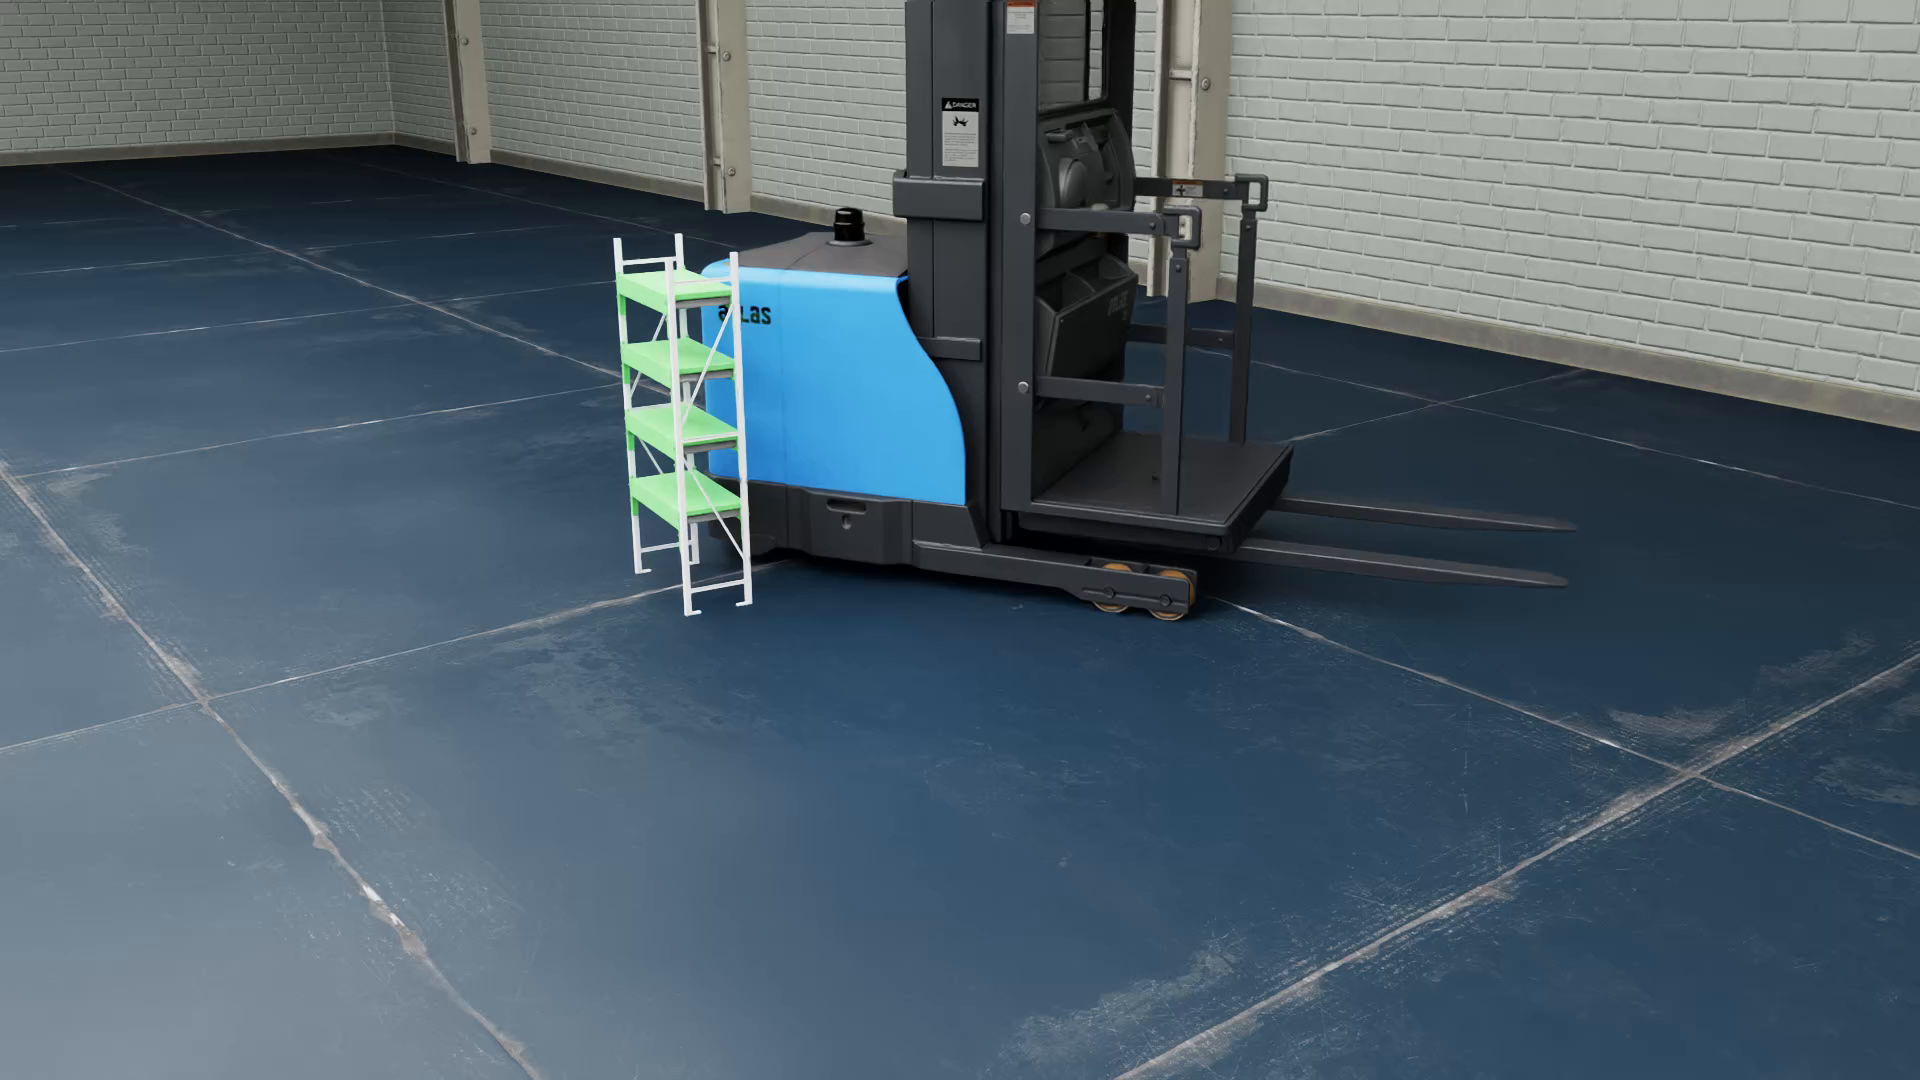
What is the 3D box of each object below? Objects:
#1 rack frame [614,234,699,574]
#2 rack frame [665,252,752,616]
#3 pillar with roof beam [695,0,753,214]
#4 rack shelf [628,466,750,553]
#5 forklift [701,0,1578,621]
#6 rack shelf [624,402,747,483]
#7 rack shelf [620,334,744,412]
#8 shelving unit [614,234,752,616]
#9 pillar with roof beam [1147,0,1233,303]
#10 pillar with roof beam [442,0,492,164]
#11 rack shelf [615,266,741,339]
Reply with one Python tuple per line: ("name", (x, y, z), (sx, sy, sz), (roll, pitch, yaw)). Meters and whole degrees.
("rack frame", (-1.064, -0.467, 5.864), (0.240, 1.200, 0.015), (-10, 21, -28))
("rack frame", (-0.820, -0.334, 5.463), (0.240, 1.200, 0.015), (-10, 21, -28))
("pillar with roof beam", (-5.577, -6.576, 11.906), (9.100, 9.000, 0.400), (-14, 23, -36))
("rack shelf", (-0.942, -0.112, 5.759), (0.258, 0.148, 0.480), (-10, 21, -28))
("forklift", (0.627, -1.311, 5.657), (3.031, 2.935, 1.130), (7, 20, 21))
("rack shelf", (-0.942, -0.340, 5.684), (0.258, 0.148, 0.480), (-10, 21, -28))
("rack shelf", (-0.942, -0.568, 5.608), (0.258, 0.148, 0.480), (-10, 21, -28))
("shelving unit", (-0.942, -0.401, 5.664), (0.258, 1.200, 0.503), (-10, 21, -28))
("pillar with roof beam", (-1.851, -5.097, 7.441), (9.100, 9.000, 0.400), (-14, 23, -36))
("pillar with roof beam", (-9.302, -8.054, 16.371), (9.100, 9.000, 0.400), (-14, 23, -36))
("rack shelf", (-0.942, -0.796, 5.533), (0.258, 0.148, 0.480), (-10, 21, -28))
